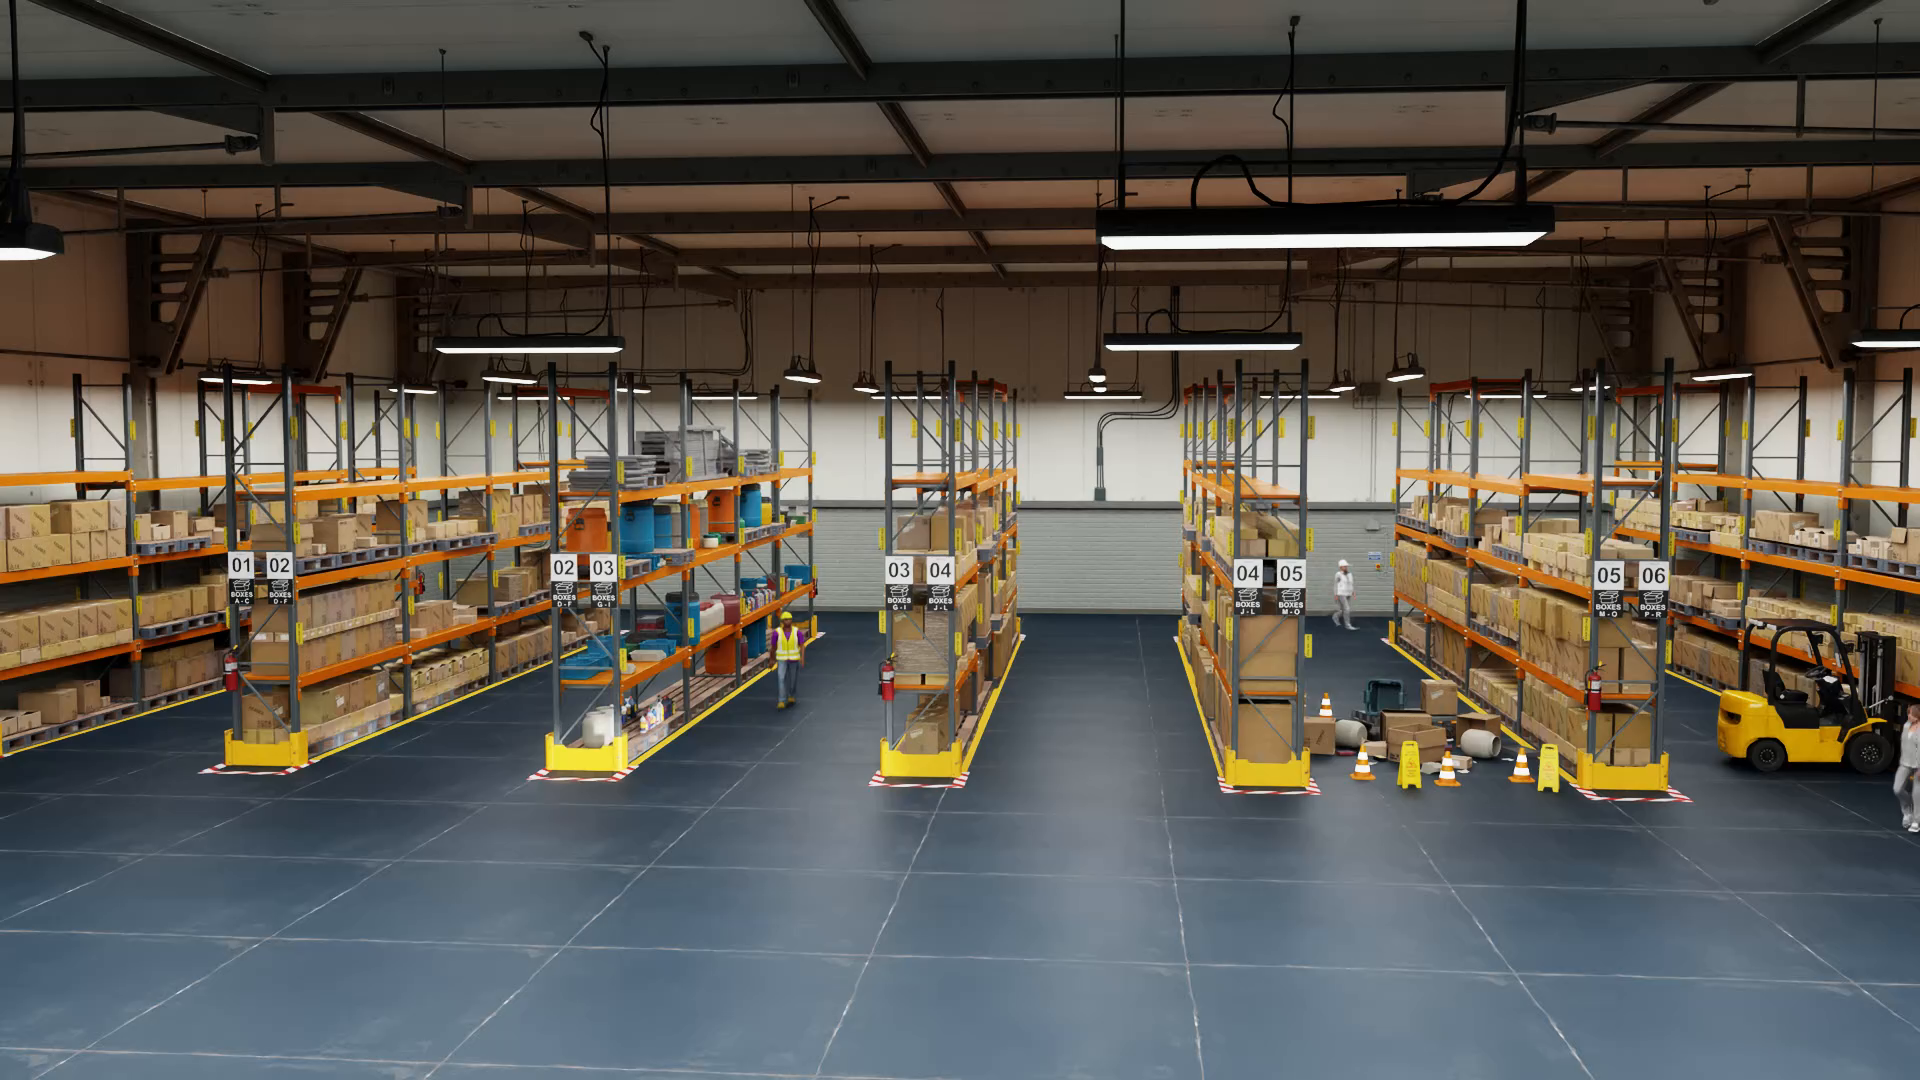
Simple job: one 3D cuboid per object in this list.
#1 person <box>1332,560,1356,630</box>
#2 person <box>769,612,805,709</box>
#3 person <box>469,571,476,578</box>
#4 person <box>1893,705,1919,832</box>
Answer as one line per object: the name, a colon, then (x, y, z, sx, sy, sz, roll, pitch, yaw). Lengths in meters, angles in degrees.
person: (9.662, 1.373, 41.885, 0.541, 1.756, 0.875, -3, 5, -35)
person: (-3.117, 2.153, 30.007, 0.638, 1.697, 1.090, -1, 4, -10)
person: (-11.908, 1.540, 40.918, 0.542, 1.553, 0.735, 1, 4, 15)
person: (11.876, 2.827, 20.674, 0.424, 1.590, 0.396, -3, 5, -39)
